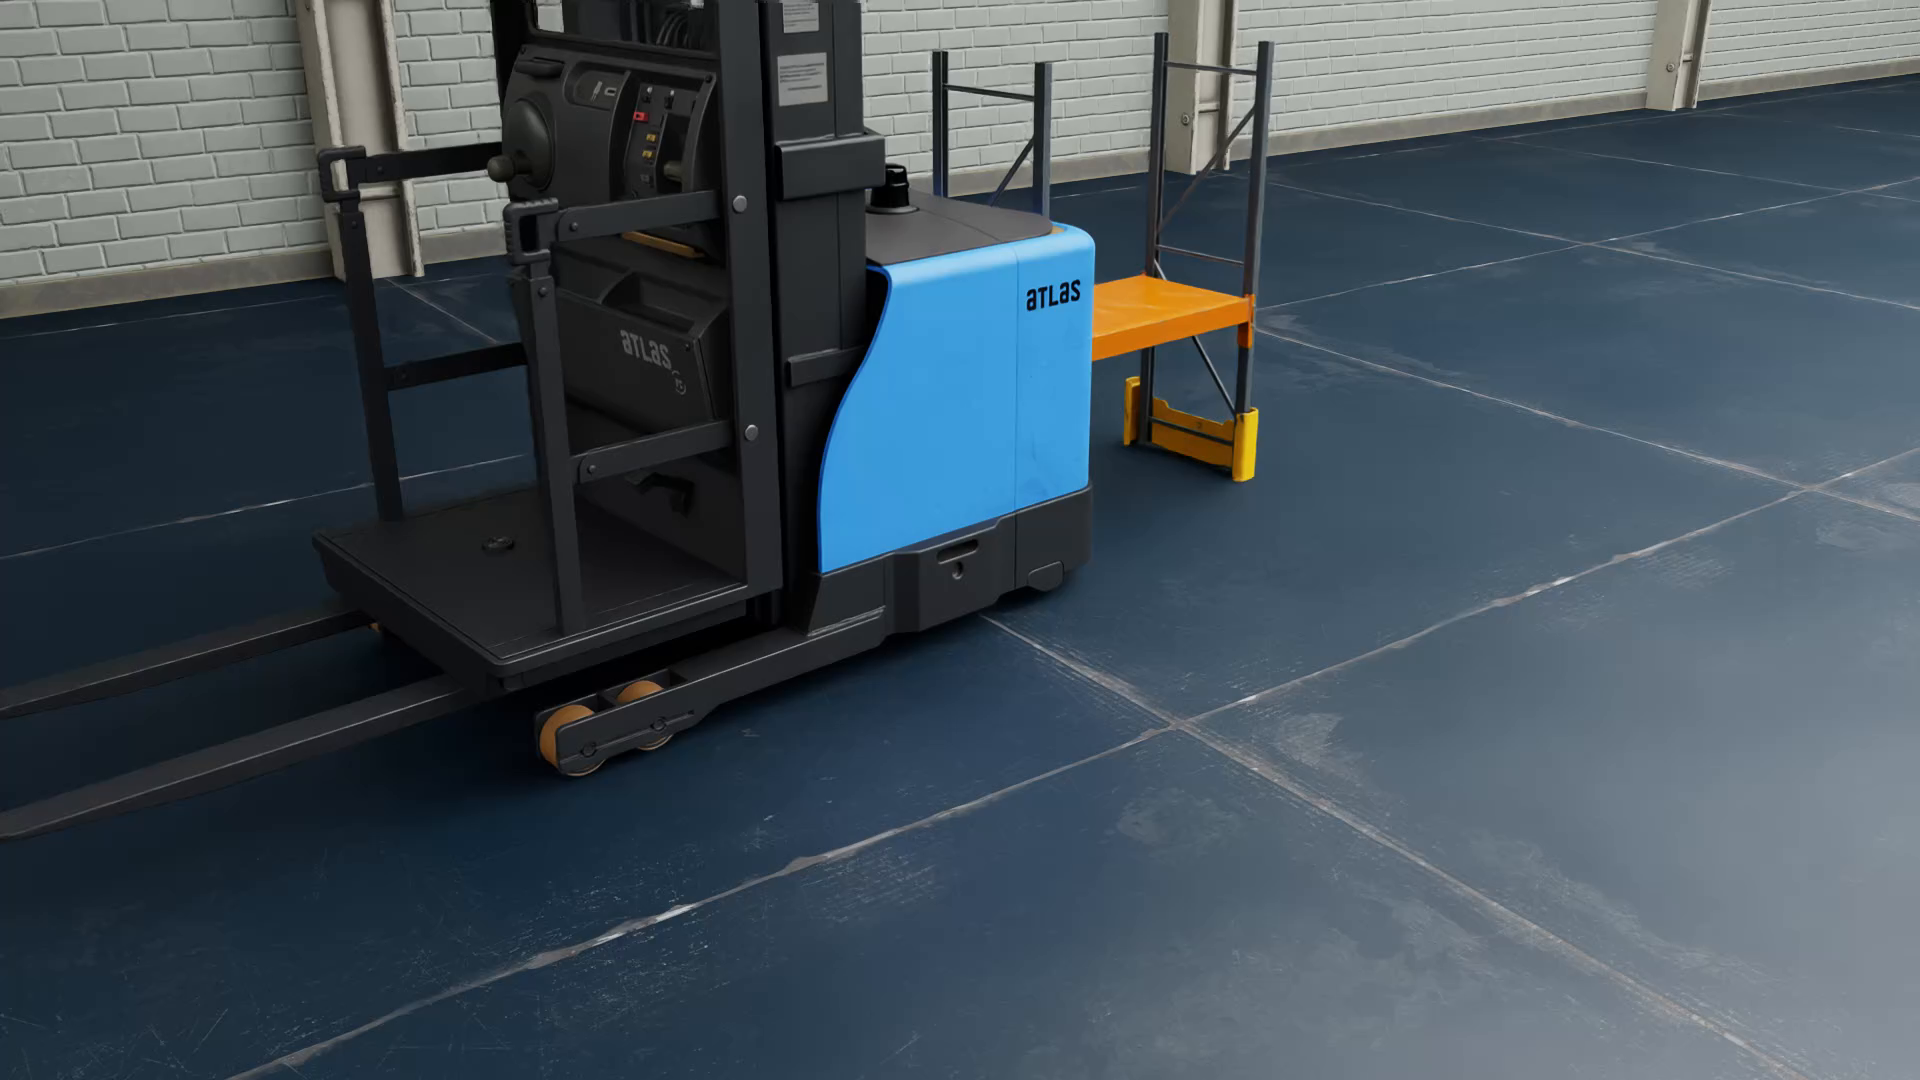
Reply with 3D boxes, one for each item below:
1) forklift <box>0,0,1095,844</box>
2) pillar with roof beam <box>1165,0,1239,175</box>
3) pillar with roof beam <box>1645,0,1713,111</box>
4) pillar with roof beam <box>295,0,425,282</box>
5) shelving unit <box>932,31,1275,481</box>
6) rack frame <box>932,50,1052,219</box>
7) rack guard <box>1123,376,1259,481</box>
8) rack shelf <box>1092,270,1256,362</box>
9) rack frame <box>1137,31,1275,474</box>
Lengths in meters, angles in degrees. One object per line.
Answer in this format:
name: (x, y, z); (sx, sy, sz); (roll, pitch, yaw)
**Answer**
forklift: (-1.038, -1.015, 3.985); (3.031, 2.935, 1.130); (-18, 28, -38)
pillar with roof beam: (4.249, -5.612, 7.320); (0.400, 9.000, 9.100); (-15, 26, -33)
pillar with roof beam: (9.119, -6.911, 10.574); (0.400, 9.000, 9.100); (-15, 26, -33)
pillar with roof beam: (-0.622, -4.314, 4.065); (0.400, 9.000, 9.100); (-15, 26, -33)
shelving unit: (0.464, -0.871, 5.556); (1.083, 1.500, 0.587); (-18, 28, -38)
rack frame: (0.090, -0.749, 5.249); (0.032, 1.500, 0.500); (-18, 28, -38)
rack guard: (0.837, -0.413, 6.095); (0.087, 0.250, 0.587); (-18, 28, -38)
rack shelf: (0.471, -0.707, 5.629); (1.000, 0.185, 0.538); (-18, 28, -38)
rack frame: (0.851, -0.999, 5.875); (0.032, 1.500, 0.500); (-18, 28, -38)
